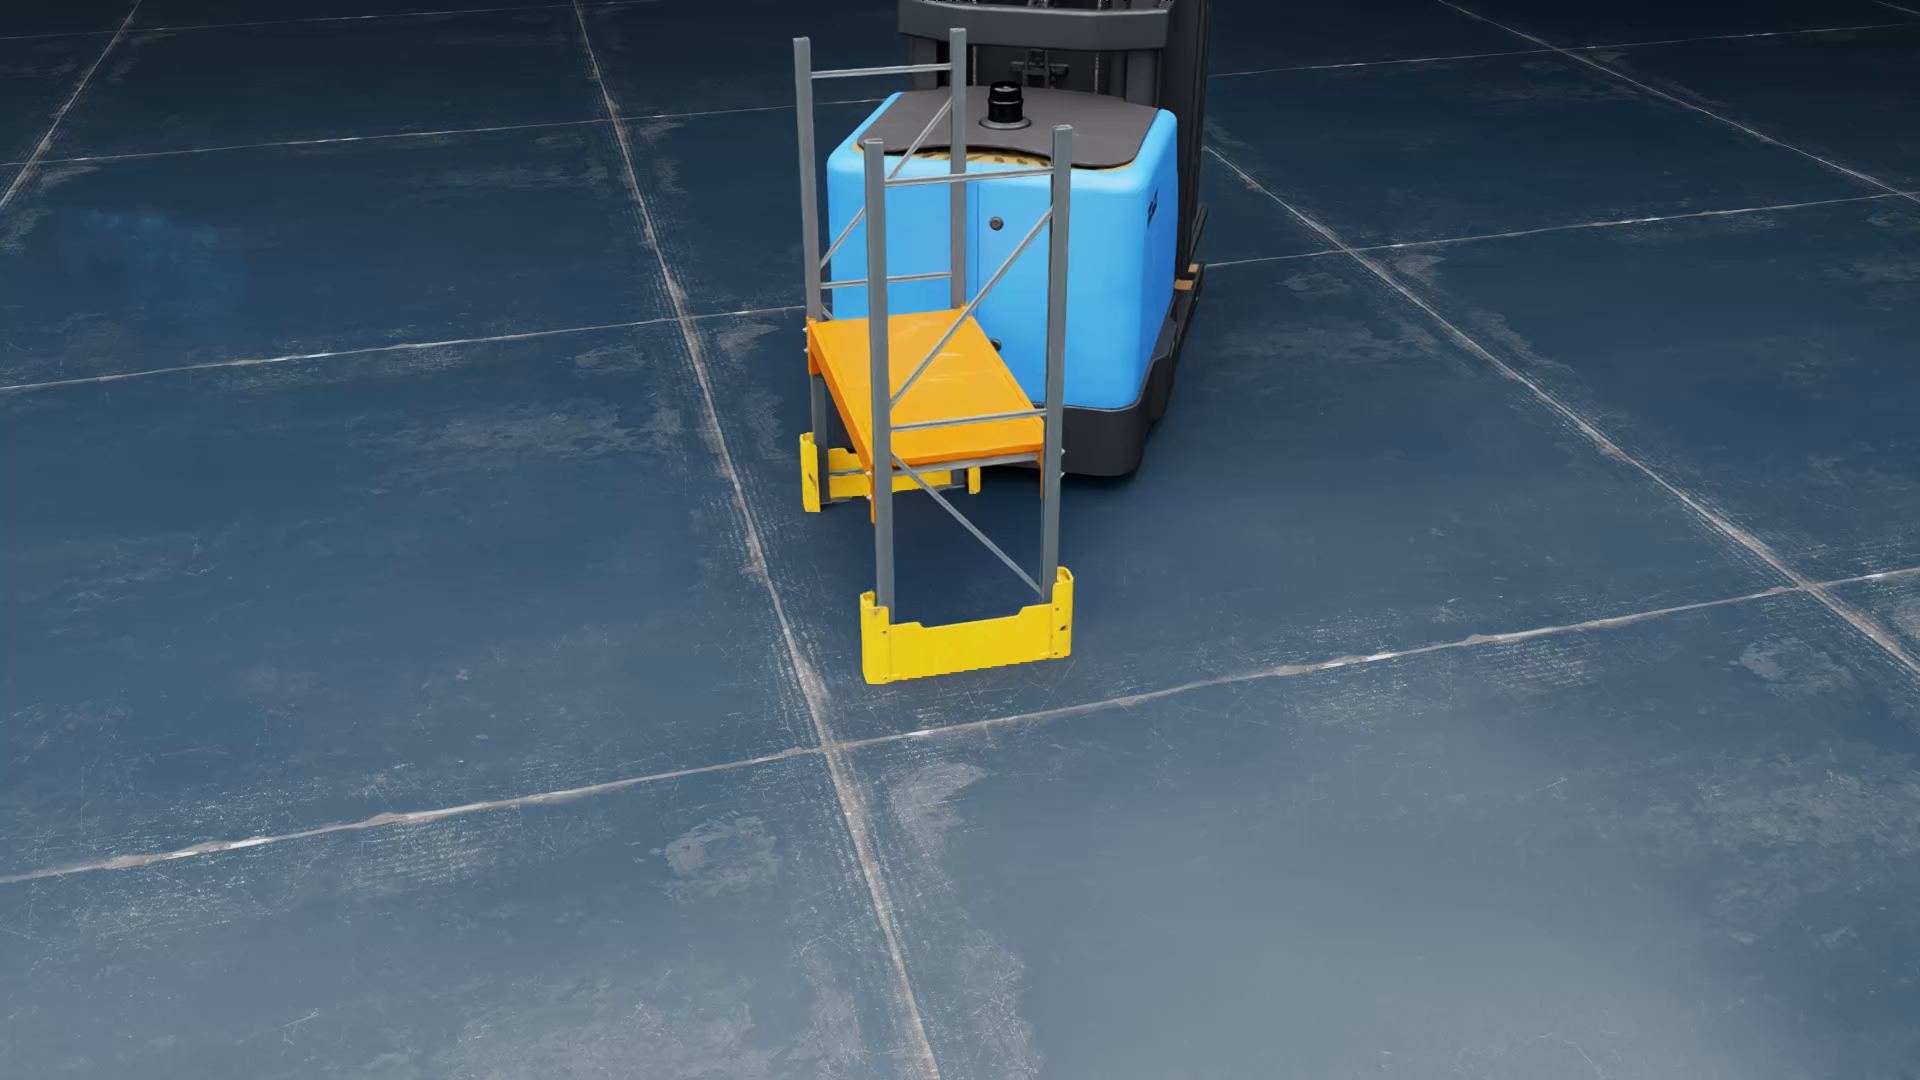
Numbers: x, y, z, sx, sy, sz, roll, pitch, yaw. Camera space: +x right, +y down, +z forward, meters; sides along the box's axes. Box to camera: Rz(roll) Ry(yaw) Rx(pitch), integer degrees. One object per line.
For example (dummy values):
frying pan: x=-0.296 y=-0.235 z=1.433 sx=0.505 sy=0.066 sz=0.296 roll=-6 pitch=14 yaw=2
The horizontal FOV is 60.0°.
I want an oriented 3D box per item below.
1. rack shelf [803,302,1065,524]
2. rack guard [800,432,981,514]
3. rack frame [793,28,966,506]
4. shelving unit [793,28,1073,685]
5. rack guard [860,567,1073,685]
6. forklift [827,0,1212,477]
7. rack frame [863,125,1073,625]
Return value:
rack shelf: x=-0.103 y=-0.395 z=4.795 sx=0.538 sy=0.185 sz=1.000 roll=-7 pitch=31 yaw=-12
rack guard: x=-0.222 y=-0.248 z=5.428 sx=0.587 sy=0.250 sz=0.087 roll=-7 pitch=31 yaw=-12
rack frame: x=-0.227 y=-0.798 z=5.131 sx=0.500 sy=1.500 sz=0.032 roll=-7 pitch=31 yaw=-12
shelving unit: x=-0.101 y=-0.547 z=4.697 sx=0.587 sy=1.500 sz=1.083 roll=-7 pitch=31 yaw=-12
rack guard: x=0.021 y=0.236 z=4.592 sx=0.587 sy=0.250 sz=0.087 roll=-7 pitch=31 yaw=-12
forklift: x=0.405 y=-2.201 z=6.127 sx=1.130 sy=2.935 sz=3.031 roll=7 pitch=31 yaw=12
rack frame: x=0.021 y=-0.304 z=4.278 sx=0.500 sy=1.500 sz=0.032 roll=-7 pitch=31 yaw=-12
